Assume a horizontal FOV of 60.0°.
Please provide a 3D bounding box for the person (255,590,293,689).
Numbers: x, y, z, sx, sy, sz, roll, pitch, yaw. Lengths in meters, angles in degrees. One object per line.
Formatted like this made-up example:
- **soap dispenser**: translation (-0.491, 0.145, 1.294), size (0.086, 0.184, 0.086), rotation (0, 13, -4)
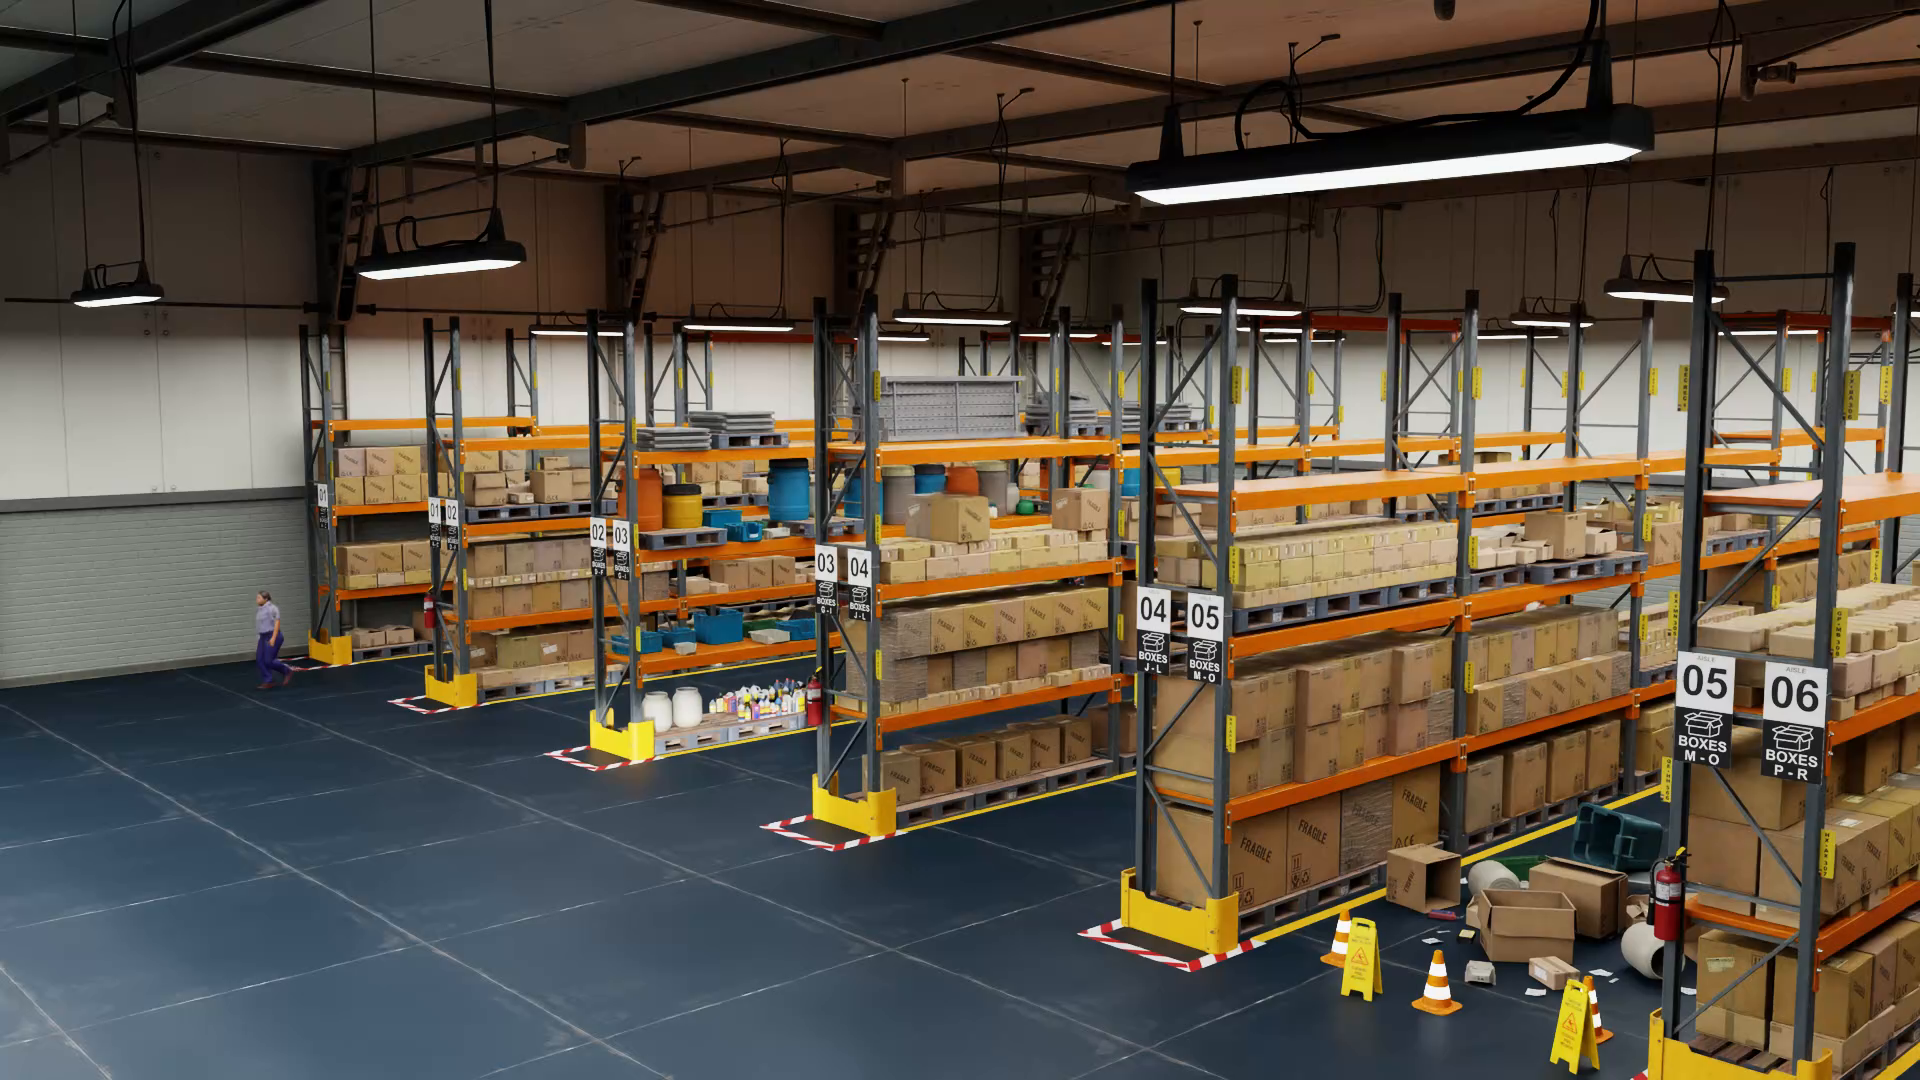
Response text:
- **person**: translation (-11.252, 1.621, 27.232), size (0.558, 1.632, 0.571), rotation (-6, 8, -45)

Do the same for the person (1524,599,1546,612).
- **person**: translation (9.076, 1.620, 26.341), size (0.547, 1.787, 0.587), rotation (-1, 6, -13)
